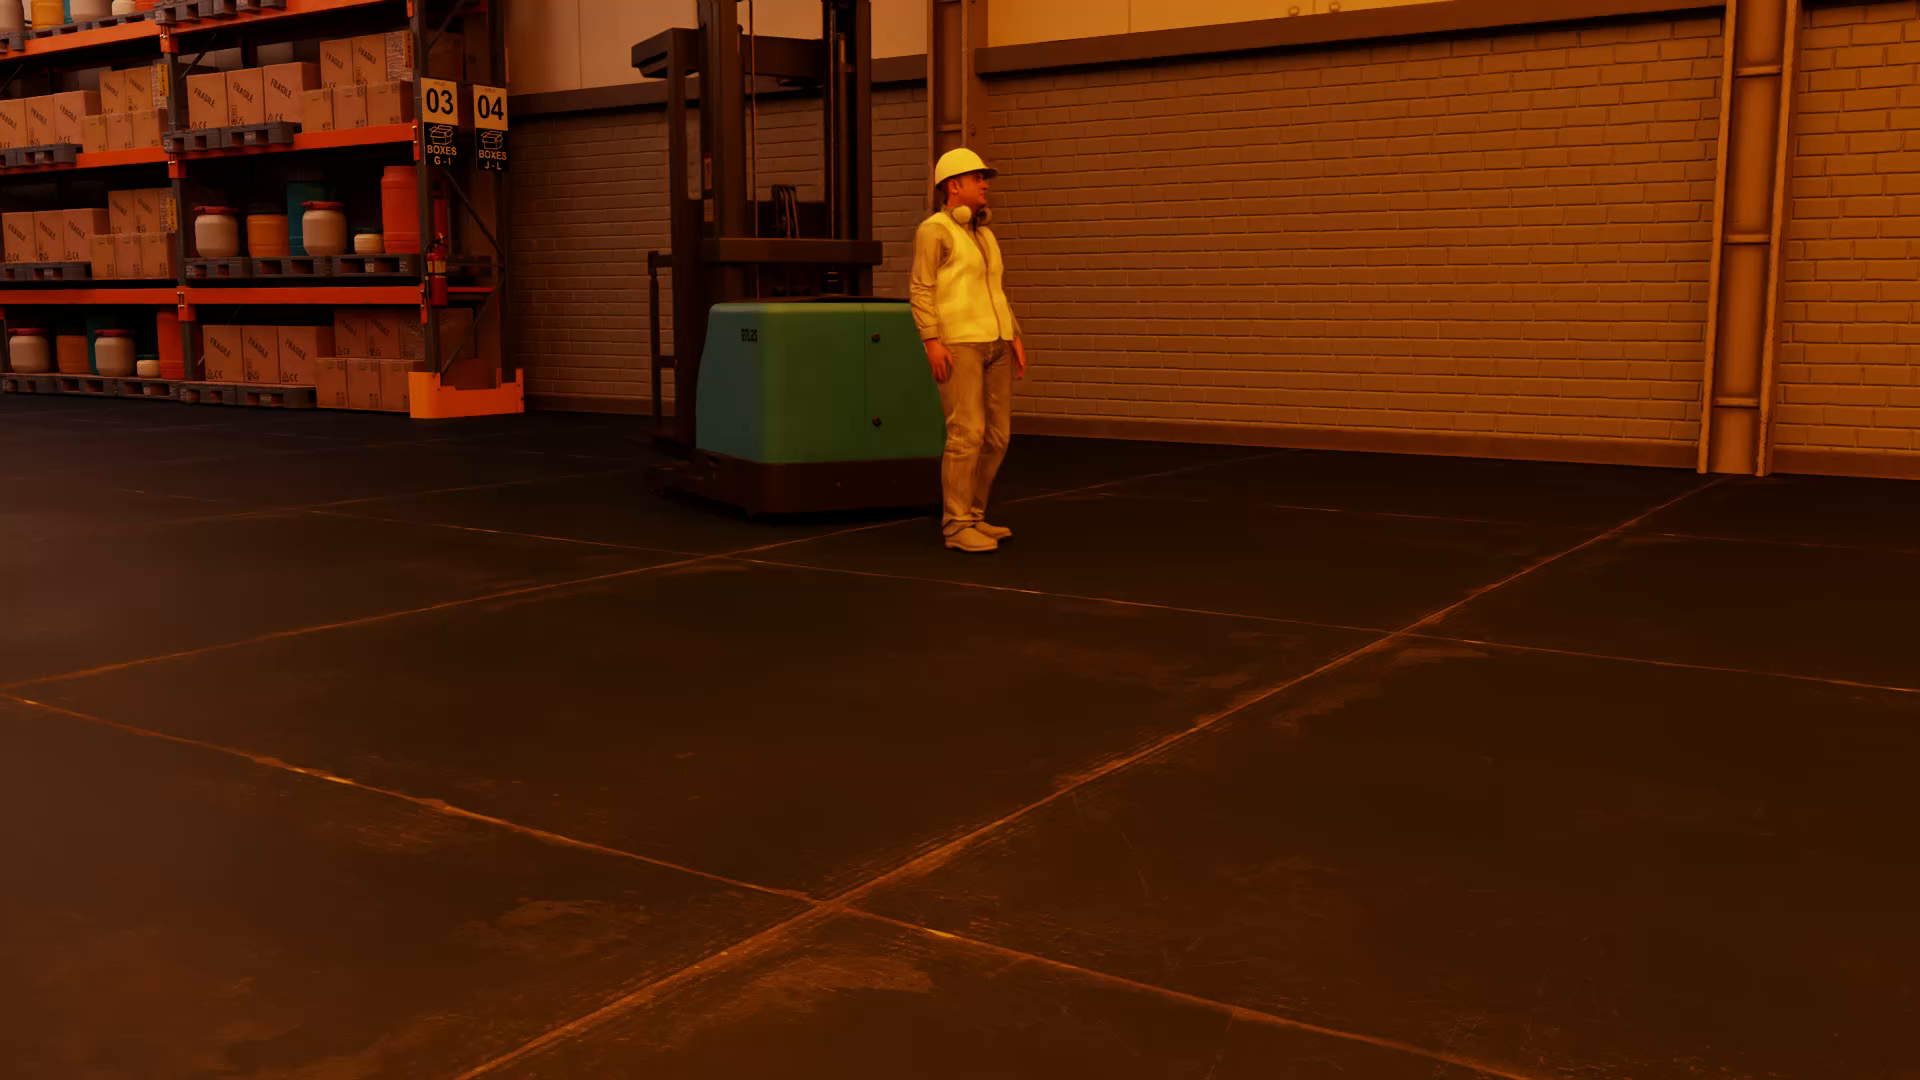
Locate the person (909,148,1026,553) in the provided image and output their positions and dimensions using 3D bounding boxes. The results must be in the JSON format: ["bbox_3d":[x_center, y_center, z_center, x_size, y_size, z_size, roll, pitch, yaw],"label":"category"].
[{"bbox_3d":[0.093,-0.860,7.438,0.567,1.765,0.653,6,10,36],"label":"person"}]

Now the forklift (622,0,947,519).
[{"bbox_3d":[-1.161,-1.723,9.312,1.130,2.935,3.031,-4,9,-27],"label":"forklift"}]
